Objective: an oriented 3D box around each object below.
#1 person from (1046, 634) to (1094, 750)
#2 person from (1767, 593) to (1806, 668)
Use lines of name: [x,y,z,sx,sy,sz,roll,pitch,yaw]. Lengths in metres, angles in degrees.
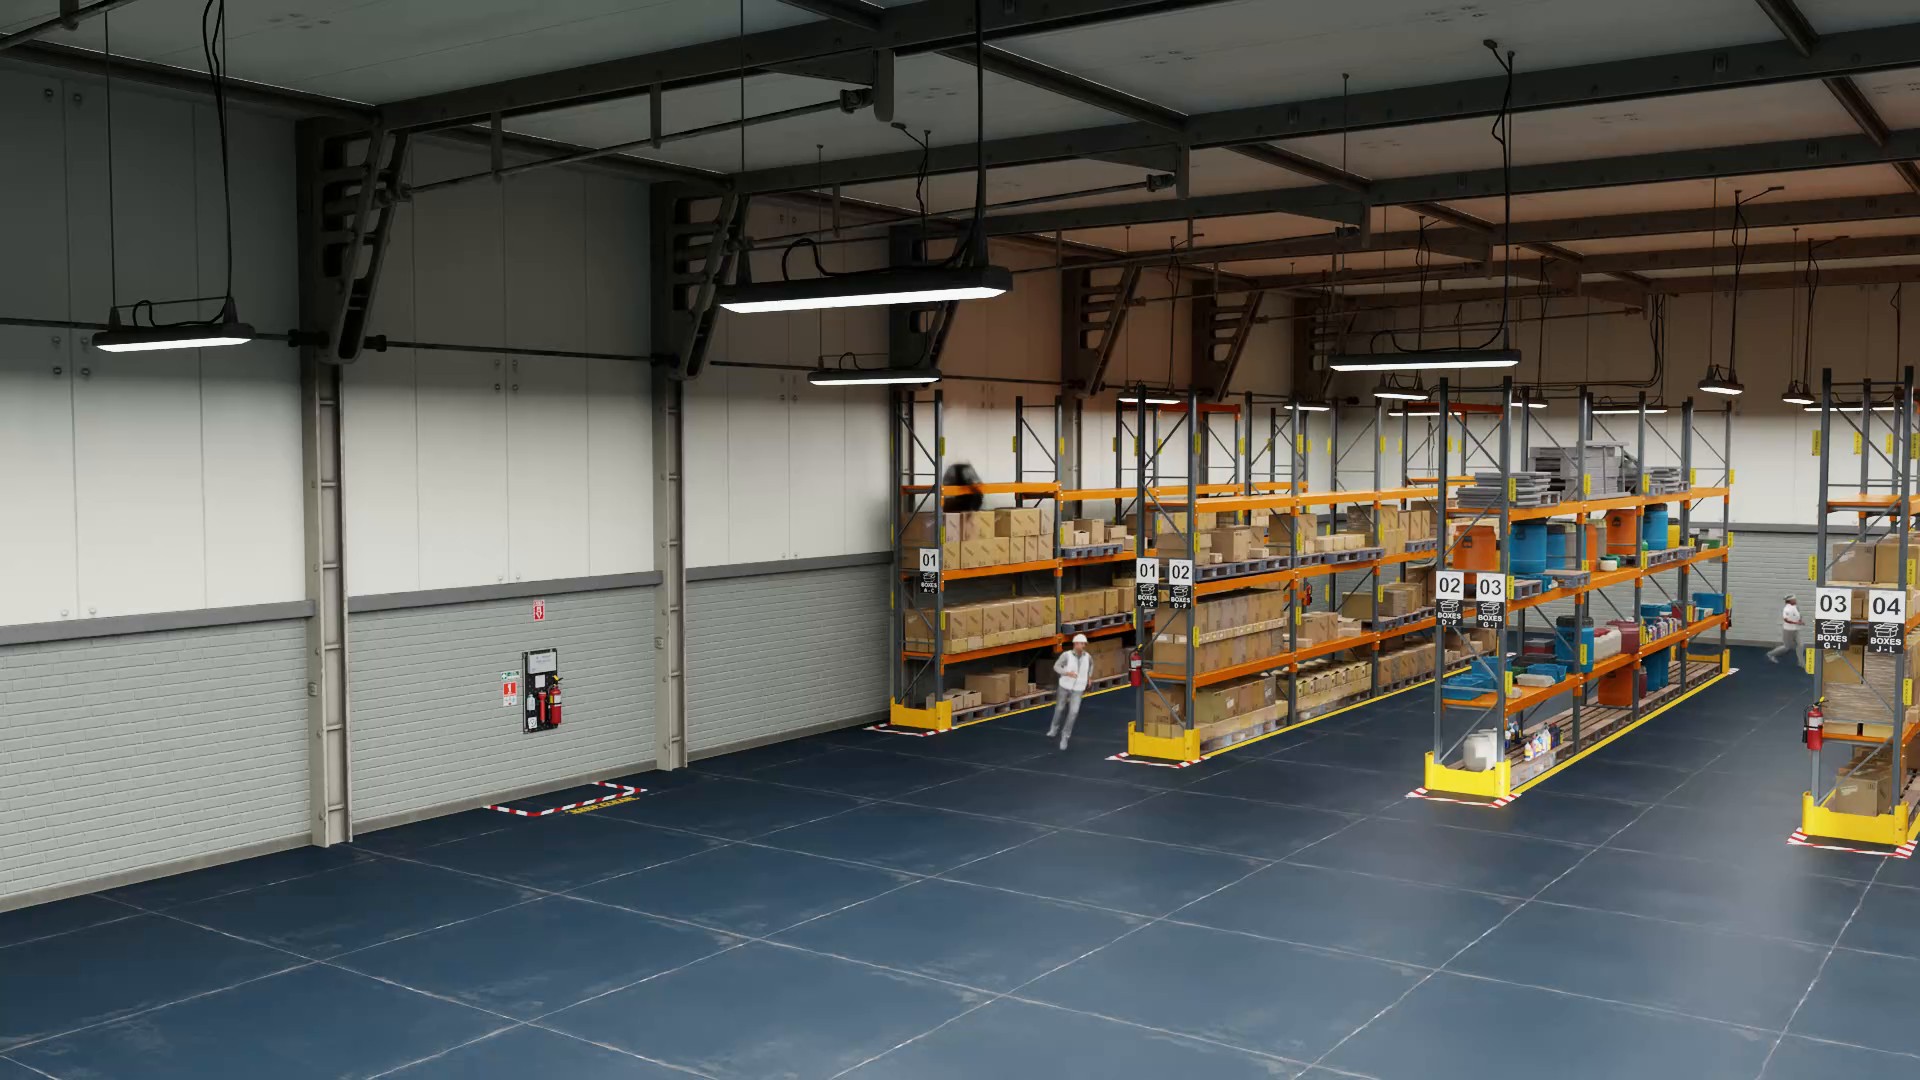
person: [1.796,2.396,26.622,0.769,1.802,0.823,0,3,-6]
person: [18.762,2.047,37.577,0.591,1.705,0.941,-3,4,-44]
